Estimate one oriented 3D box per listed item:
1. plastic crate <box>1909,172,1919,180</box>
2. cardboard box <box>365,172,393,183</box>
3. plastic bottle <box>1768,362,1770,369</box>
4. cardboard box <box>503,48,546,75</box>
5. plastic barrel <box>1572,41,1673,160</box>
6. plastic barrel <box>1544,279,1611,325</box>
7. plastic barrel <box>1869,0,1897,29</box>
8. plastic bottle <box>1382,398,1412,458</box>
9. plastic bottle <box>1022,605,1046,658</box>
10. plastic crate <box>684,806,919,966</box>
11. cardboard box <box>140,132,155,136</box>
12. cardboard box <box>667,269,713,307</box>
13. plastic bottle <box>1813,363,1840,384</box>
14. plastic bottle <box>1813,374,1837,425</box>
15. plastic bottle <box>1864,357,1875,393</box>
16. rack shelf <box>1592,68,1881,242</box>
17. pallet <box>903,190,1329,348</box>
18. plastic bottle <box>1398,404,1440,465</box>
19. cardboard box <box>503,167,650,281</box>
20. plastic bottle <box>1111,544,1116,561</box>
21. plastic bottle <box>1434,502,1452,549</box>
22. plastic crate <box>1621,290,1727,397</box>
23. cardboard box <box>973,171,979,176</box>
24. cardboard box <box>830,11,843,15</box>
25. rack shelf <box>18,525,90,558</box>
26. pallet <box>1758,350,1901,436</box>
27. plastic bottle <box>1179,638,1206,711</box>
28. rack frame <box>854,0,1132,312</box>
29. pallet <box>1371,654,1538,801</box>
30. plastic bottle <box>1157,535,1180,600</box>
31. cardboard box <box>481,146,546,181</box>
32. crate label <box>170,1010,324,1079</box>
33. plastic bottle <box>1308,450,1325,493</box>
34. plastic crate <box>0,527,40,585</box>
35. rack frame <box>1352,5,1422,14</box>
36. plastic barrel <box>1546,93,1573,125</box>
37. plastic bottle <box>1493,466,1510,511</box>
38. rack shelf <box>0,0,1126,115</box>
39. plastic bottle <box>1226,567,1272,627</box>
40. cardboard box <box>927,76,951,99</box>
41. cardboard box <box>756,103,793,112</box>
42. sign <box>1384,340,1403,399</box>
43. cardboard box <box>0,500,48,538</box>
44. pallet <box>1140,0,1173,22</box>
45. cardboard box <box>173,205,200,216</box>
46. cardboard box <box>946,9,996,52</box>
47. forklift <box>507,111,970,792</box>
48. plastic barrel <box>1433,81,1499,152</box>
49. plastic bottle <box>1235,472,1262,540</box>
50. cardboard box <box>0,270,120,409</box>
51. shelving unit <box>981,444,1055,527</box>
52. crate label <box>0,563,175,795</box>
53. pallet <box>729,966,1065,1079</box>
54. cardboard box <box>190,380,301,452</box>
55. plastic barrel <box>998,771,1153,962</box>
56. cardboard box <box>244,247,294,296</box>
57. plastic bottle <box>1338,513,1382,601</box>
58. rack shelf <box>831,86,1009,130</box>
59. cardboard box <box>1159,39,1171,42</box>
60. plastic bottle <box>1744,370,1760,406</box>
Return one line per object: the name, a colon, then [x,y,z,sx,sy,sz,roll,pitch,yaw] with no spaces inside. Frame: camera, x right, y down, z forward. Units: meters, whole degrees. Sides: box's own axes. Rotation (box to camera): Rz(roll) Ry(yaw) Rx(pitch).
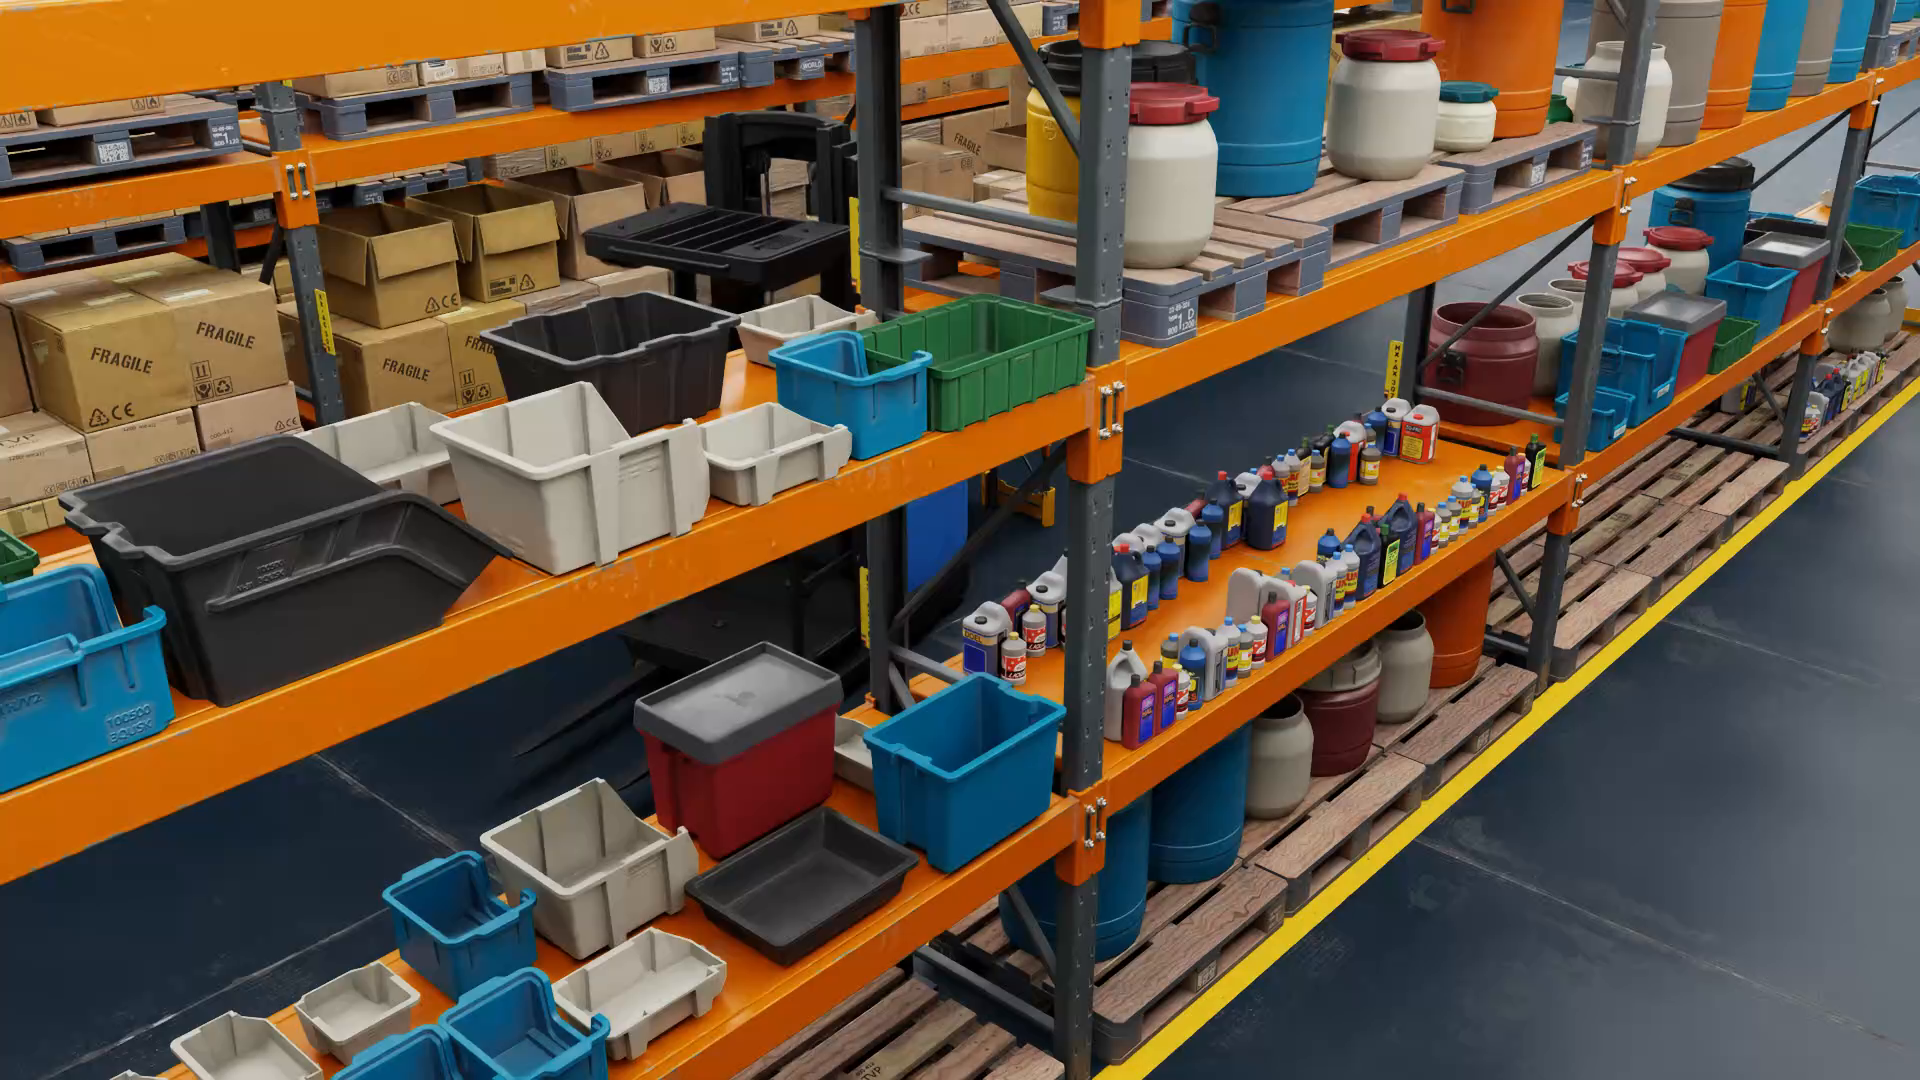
plastic crate: [7.974,-2.817,13.549,0.499,0.251,0.616,20,31,38]
cardboard box: [-4.894,-3.067,13.718,0.380,0.149,0.250,21,31,38]
plastic bottle: [6.415,-1.503,13.234,0.097,0.271,0.097,0,24,0]
cardboard box: [-2.506,-2.674,9.175,0.380,0.149,0.250,19,30,35]
plastic barrel: [3.182,-2.113,7.992,0.421,0.512,0.421,0,24,0]
plastic barrel: [3.555,-1.233,9.697,0.421,0.512,0.421,0,24,0]
plastic barrel: [5.849,-3.590,10.773,0.421,0.512,0.421,0,24,0]
plastic bottle: [2.217,-0.582,8.533,0.152,0.276,0.135,20,31,38]
plastic bottle: [0.290,0.352,6.541,0.097,0.201,0.097,0,24,0]
plastic crate: [-0.470,1.049,5.006,0.437,0.125,0.590,20,31,38]
cardboard box: [-6.245,-3.122,13.113,0.380,0.149,0.250,18,30,35]
cardboard box: [-1.768,-1.553,10.424,0.500,0.500,0.500,19,30,36]
plastic bottle: [6.546,-1.211,12.576,0.152,0.276,0.135,20,31,38]
plastic bottle: [6.264,-1.025,12.070,0.144,0.351,0.185,21,32,39]
plastic bottle: [6.905,-1.286,12.744,0.152,0.276,0.135,19,30,36]
rack shelf: [4.081,-2.332,9.497,1.077,0.370,4.000,20,31,38]
pallet: [0.527,-1.011,5.904,1.213,0.211,1.003,20,31,38]
plastic bottle: [2.330,-0.540,8.440,0.152,0.276,0.135,20,31,38]
cardboard box: [-2.322,-1.915,10.007,0.797,0.503,0.637,21,32,39]
plastic bottle: [0.570,0.134,6.846,0.144,0.351,0.185,20,31,38]
plastic bottle: [2.159,-0.073,7.490,0.097,0.201,0.097,0,24,0]
plastic crate: [4.053,-1.120,9.503,0.402,0.464,0.583,20,31,38]
cardboard box: [-0.030,-2.746,12.860,0.396,0.266,0.258,19,30,36]
cardboard box: [-0.810,-3.891,11.361,0.500,0.500,0.500,21,32,39]
rack shelf: [-4.947,0.122,7.691,1.077,0.370,4.000,20,31,38]
pallet: [6.709,-1.195,13.157,1.003,0.211,1.213,20,31,38]
plastic bottle: [0.856,0.490,6.149,0.097,0.271,0.097,0,24,0]
rack frame: [0.077,-2.201,4.659,1.000,3.000,0.127,20,31,38]
pallet: [2.251,0.842,8.614,1.003,0.211,1.213,20,31,38]
plastic bottle: [0.874,0.110,6.997,0.097,0.271,0.097,0,24,0]
cardboard box: [-4.068,-3.528,14.830,0.500,0.500,0.500,21,31,38]
crate label: [-1.812,1.375,4.267,0.396,0.136,0.243,20,31,38]
plastic bottle: [1.721,-0.338,8.081,0.097,0.201,0.097,0,24,0]
plastic crate: [-2.147,0.105,3.442,0.450,0.188,0.336,20,31,38]
rack frame: [4.397,-4.472,17.057,1.000,3.000,0.127,20,31,38]
plastic barrel: [2.873,-2.069,8.222,0.294,0.245,0.294,0,24,0]
plastic bottle: [2.549,-0.251,7.886,0.097,0.201,0.097,0,24,0]
rack shelf: [-1.258,-1.081,3.529,1.077,0.370,4.000,20,31,38]
plastic bottle: [1.174,0.233,6.716,0.152,0.276,0.135,20,31,38]
cardboard box: [-0.584,-5.317,18.759,0.875,0.550,0.500,20,31,38]
cardboard box: [-2.048,-4.452,16.890,0.500,0.500,0.500,20,31,37]
sign: [2.332,-0.904,8.901,0.100,0.325,0.005,20,31,38]
cardboard box: [-4.429,-0.127,7.674,0.380,0.149,0.250,20,31,37]
pallet: [1.236,-4.377,13.409,1.213,0.211,1.003,20,31,38]
cardboard box: [-5.944,-2.587,12.648,0.380,0.149,0.250,19,30,35]
cardboard box: [-0.096,-3.565,11.551,0.500,0.250,0.500,21,32,39]
forklift: [-1.116,-0.583,8.467,1.130,2.935,3.031,13,27,27]
plastic barrel: [2.140,-1.812,7.115,0.301,0.262,0.301,0,24,0]
plastic bottle: [1.291,-0.159,7.590,0.152,0.276,0.135,20,31,38]
cardboard box: [-4.456,-1.001,8.220,0.500,0.500,0.500,20,31,38]
shelving unit: [0.051,-0.708,10.495,0.587,1.500,1.083,20,31,38]
crate label: [-1.737,0.262,3.015,0.408,0.251,0.502,20,31,38]
pallet: [-0.385,2.044,5.934,1.003,0.211,1.213,20,31,38]
cardboard box: [-3.711,-0.677,8.413,0.500,0.250,0.500,19,31,37]
plastic barrel: [0.452,1.142,6.589,0.600,0.901,0.708,20,31,38]
cardboard box: [-5.510,-2.225,13.672,0.500,0.250,0.500,21,32,39]
plastic bottle: [1.681,0.063,7.004,0.144,0.351,0.185,20,31,38]
rack shelf: [-0.564,-4.919,18.934,1.077,0.370,4.000,20,31,38]
cardboard box: [1.823,-4.103,14.526,0.500,0.500,0.500,20,31,38]
plastic bottle: [5.886,-1.159,12.460,0.152,0.276,0.135,20,31,38]
